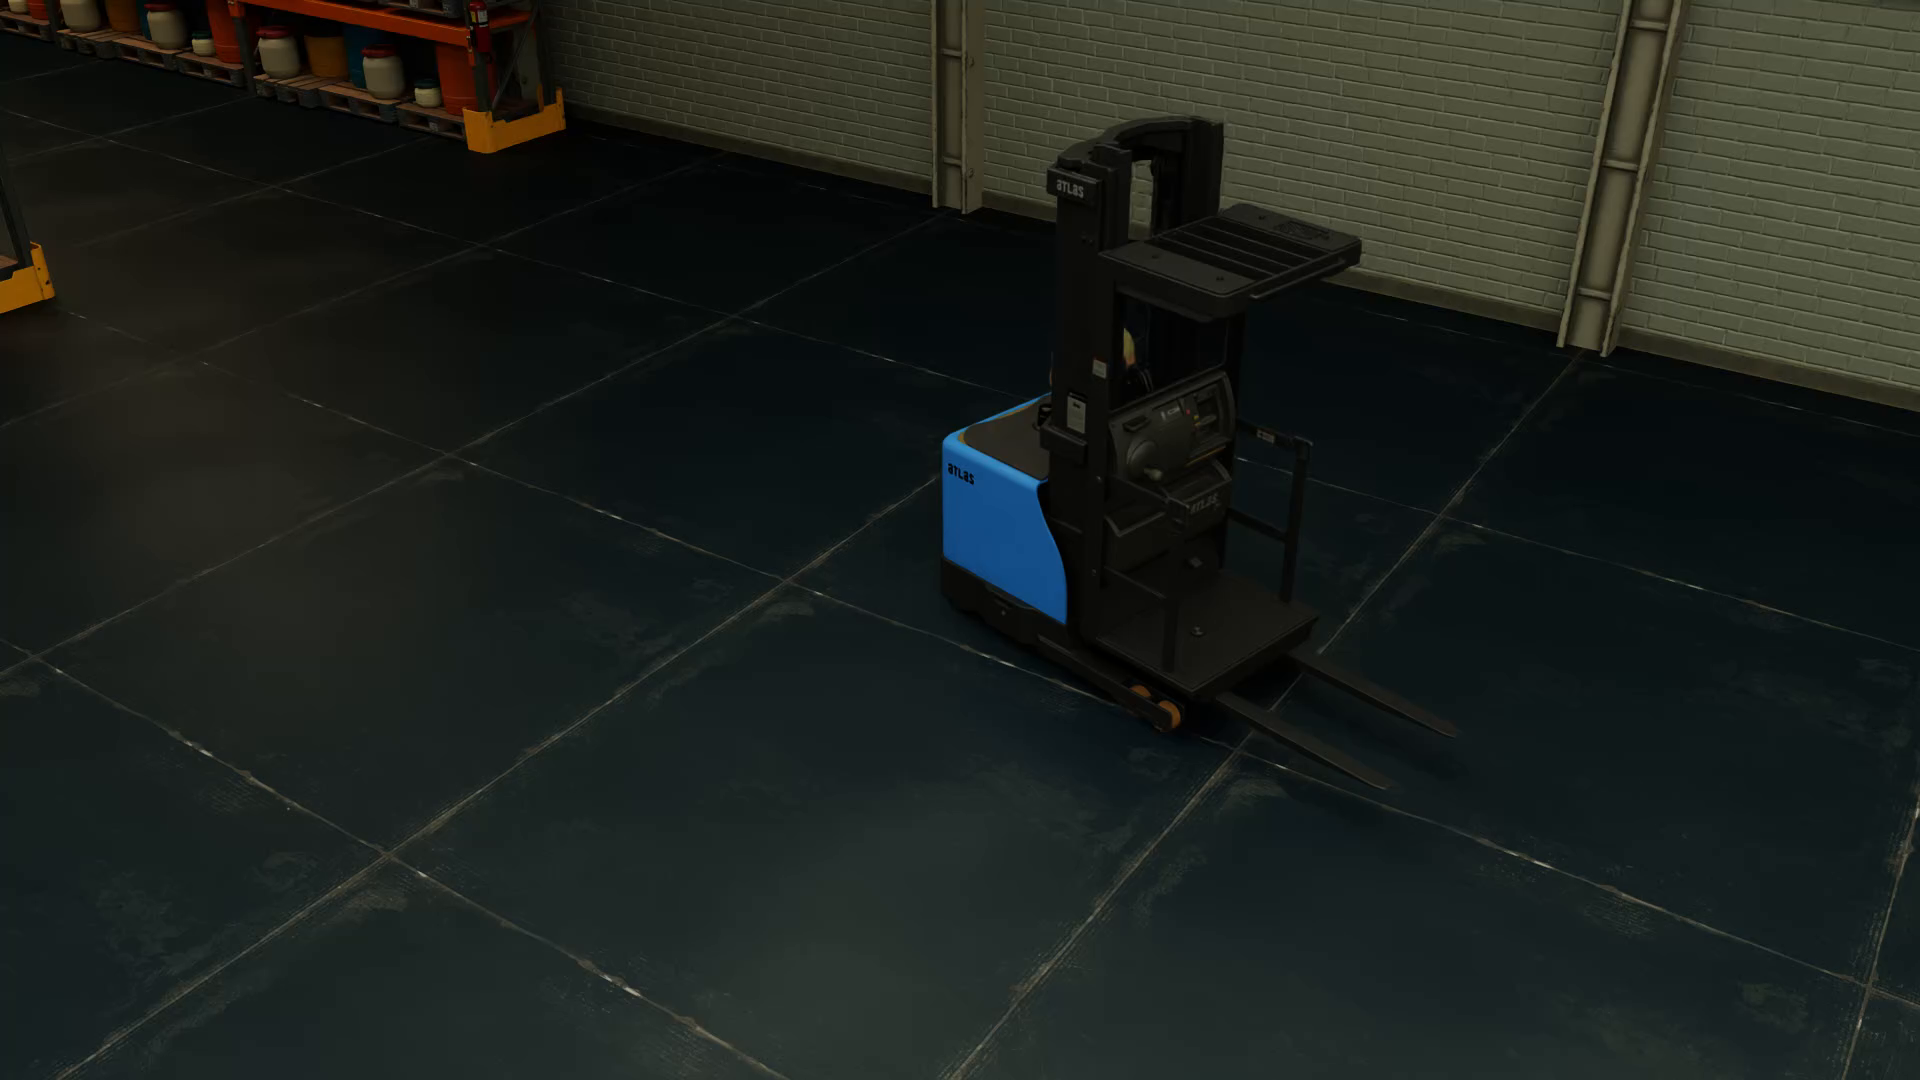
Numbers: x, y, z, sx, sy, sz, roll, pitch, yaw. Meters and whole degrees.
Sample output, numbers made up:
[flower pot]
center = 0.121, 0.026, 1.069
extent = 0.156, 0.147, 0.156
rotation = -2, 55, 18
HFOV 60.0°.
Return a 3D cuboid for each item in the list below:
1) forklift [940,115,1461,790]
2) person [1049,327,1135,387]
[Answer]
[forklift]
center = 1.255, -0.546, 8.521
extent = 1.130, 2.935, 3.031
rotation = -25, 38, -36
[person]
center = 0.852, -0.901, 10.441
extent = 0.801, 1.640, 0.391
rotation = 22, 37, 33
